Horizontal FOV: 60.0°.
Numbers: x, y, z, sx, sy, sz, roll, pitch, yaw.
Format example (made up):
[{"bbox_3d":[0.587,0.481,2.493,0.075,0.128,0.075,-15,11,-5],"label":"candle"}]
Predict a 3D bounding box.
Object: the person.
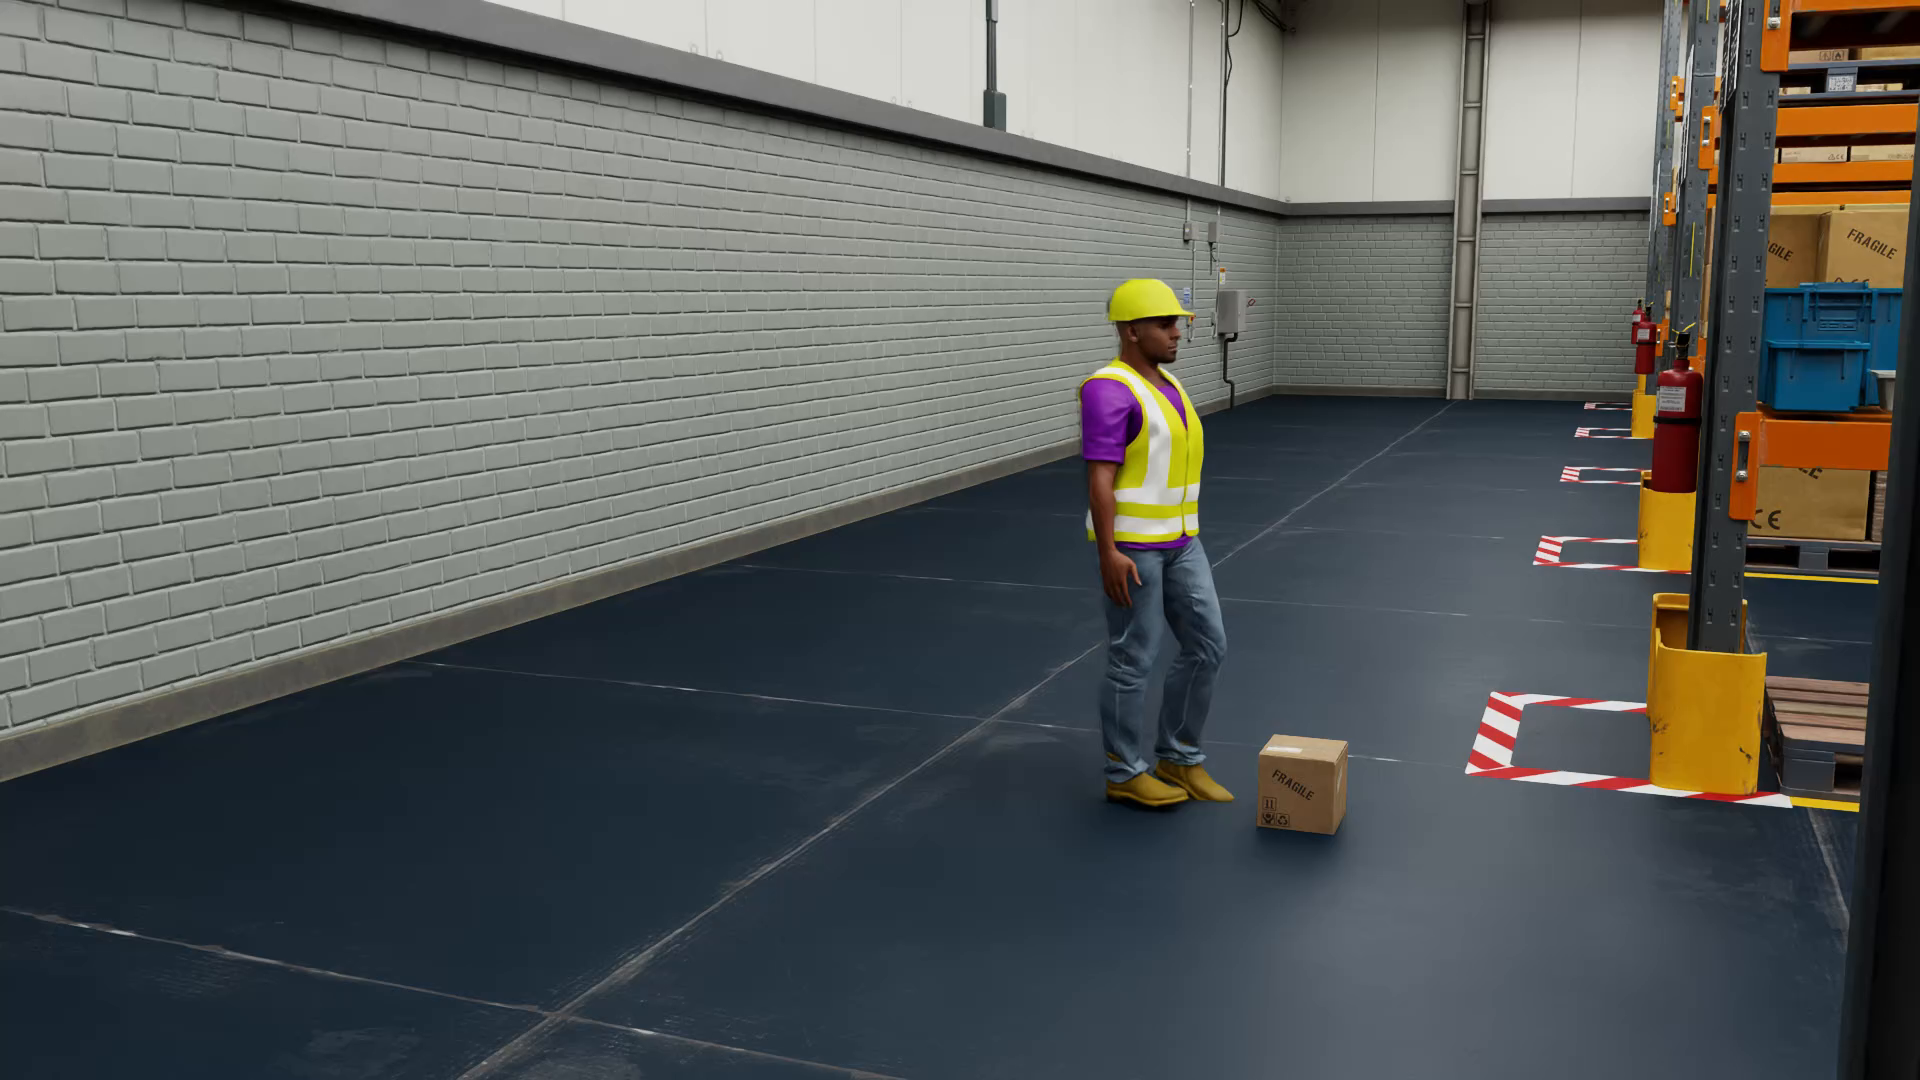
[{"bbox_3d":[0.651,0.037,5.575,0.453,1.806,0.591,6,11,36],"label":"person"}]
